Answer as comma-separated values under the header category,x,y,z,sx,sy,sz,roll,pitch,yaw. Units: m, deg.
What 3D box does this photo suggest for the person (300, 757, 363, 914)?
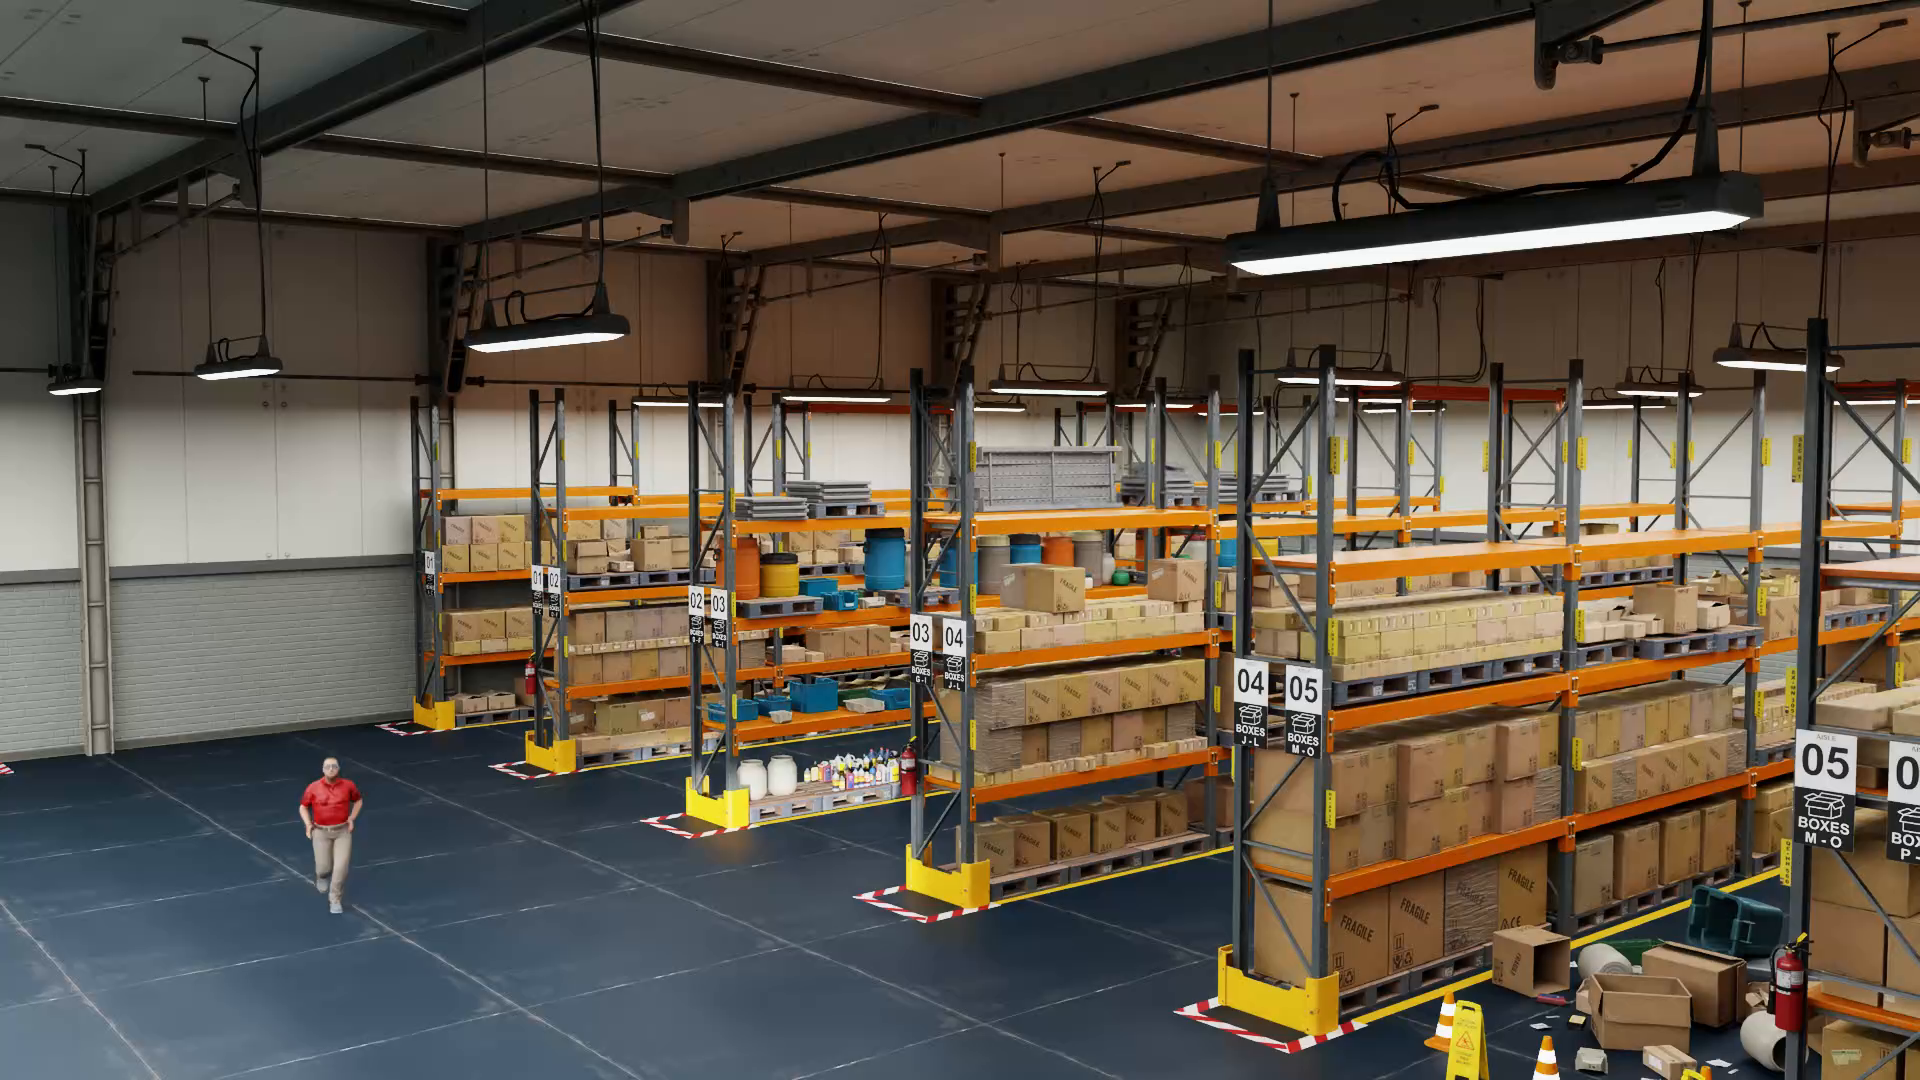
category,x,y,z,sx,sy,sz,roll,pitch,yaw
person,-6.953,3.243,18.426,0.664,1.688,0.654,-2,4,-25
